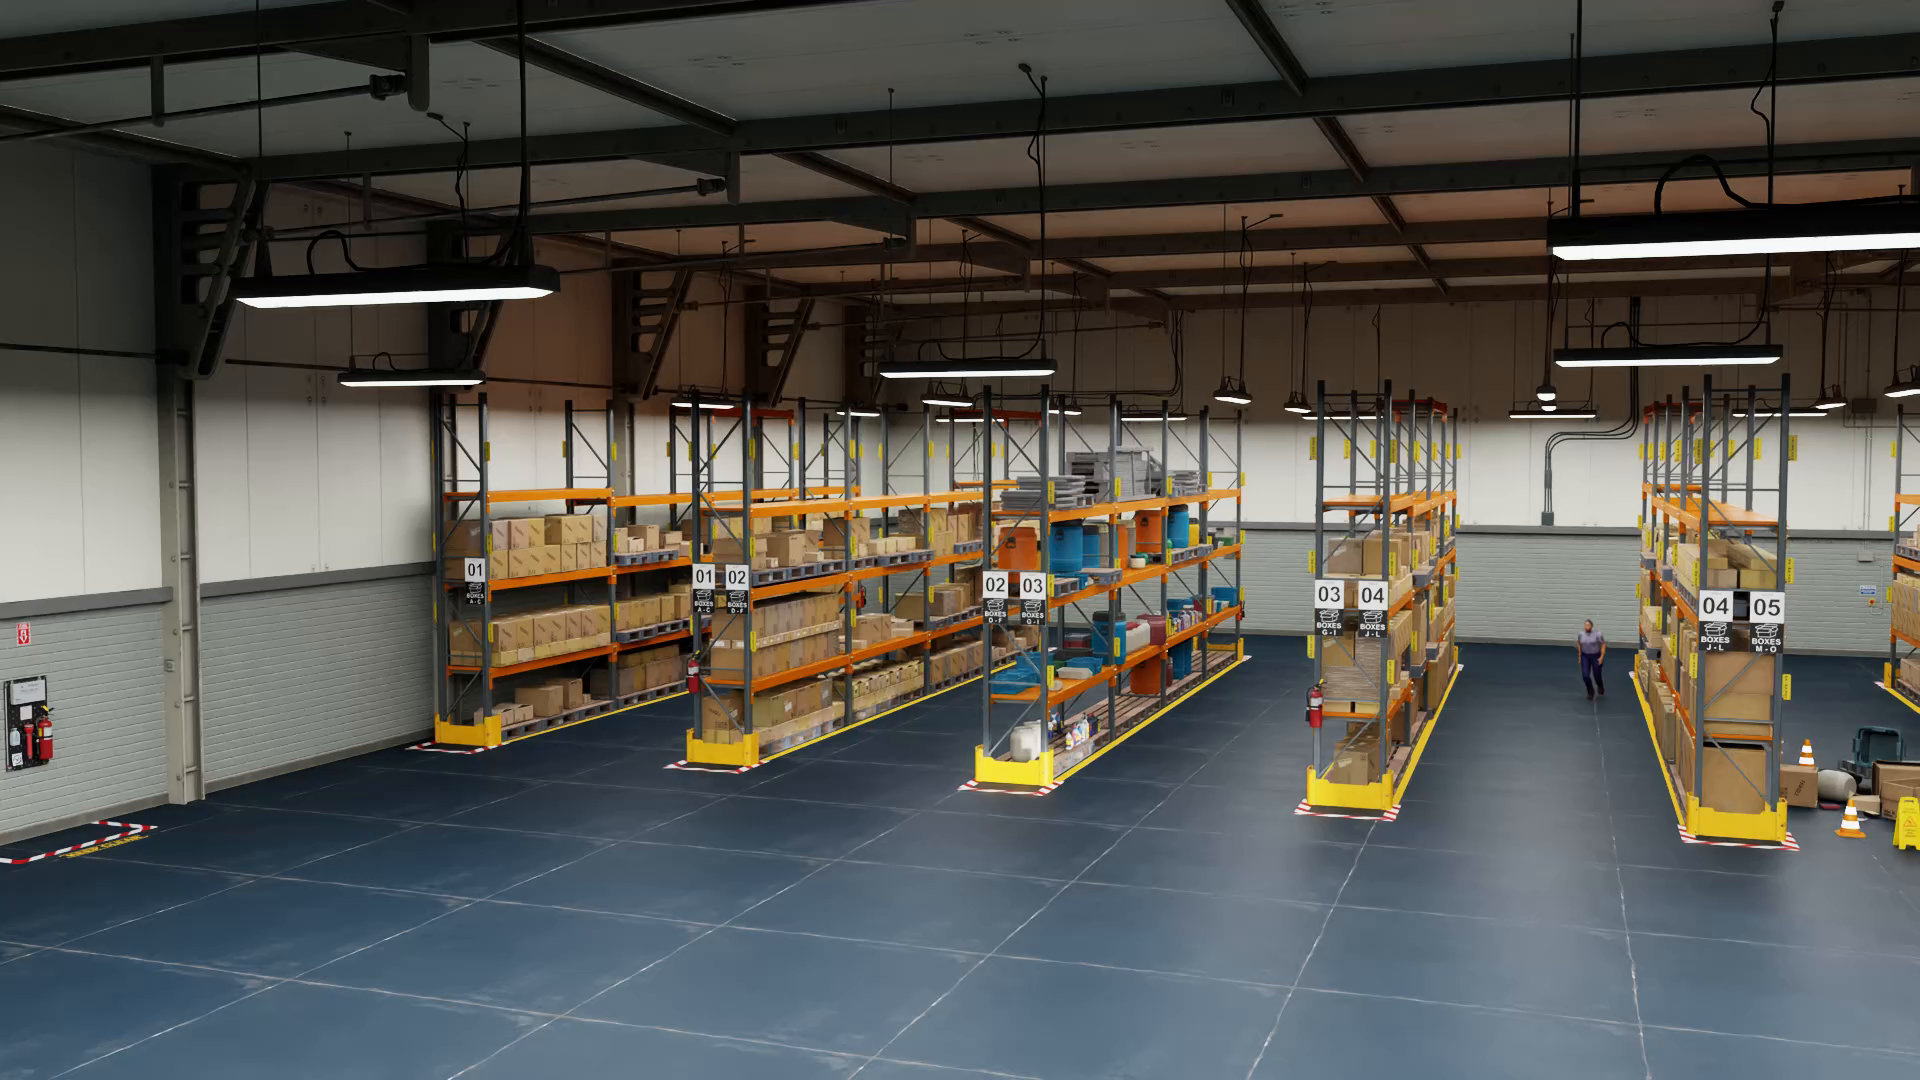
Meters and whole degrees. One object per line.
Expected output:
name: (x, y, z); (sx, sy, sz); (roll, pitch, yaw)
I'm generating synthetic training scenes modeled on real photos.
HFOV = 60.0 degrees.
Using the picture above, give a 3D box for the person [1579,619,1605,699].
person: (12.859, 2.404, 33.783); (0.533, 1.619, 0.610); (2, 4, 35)
